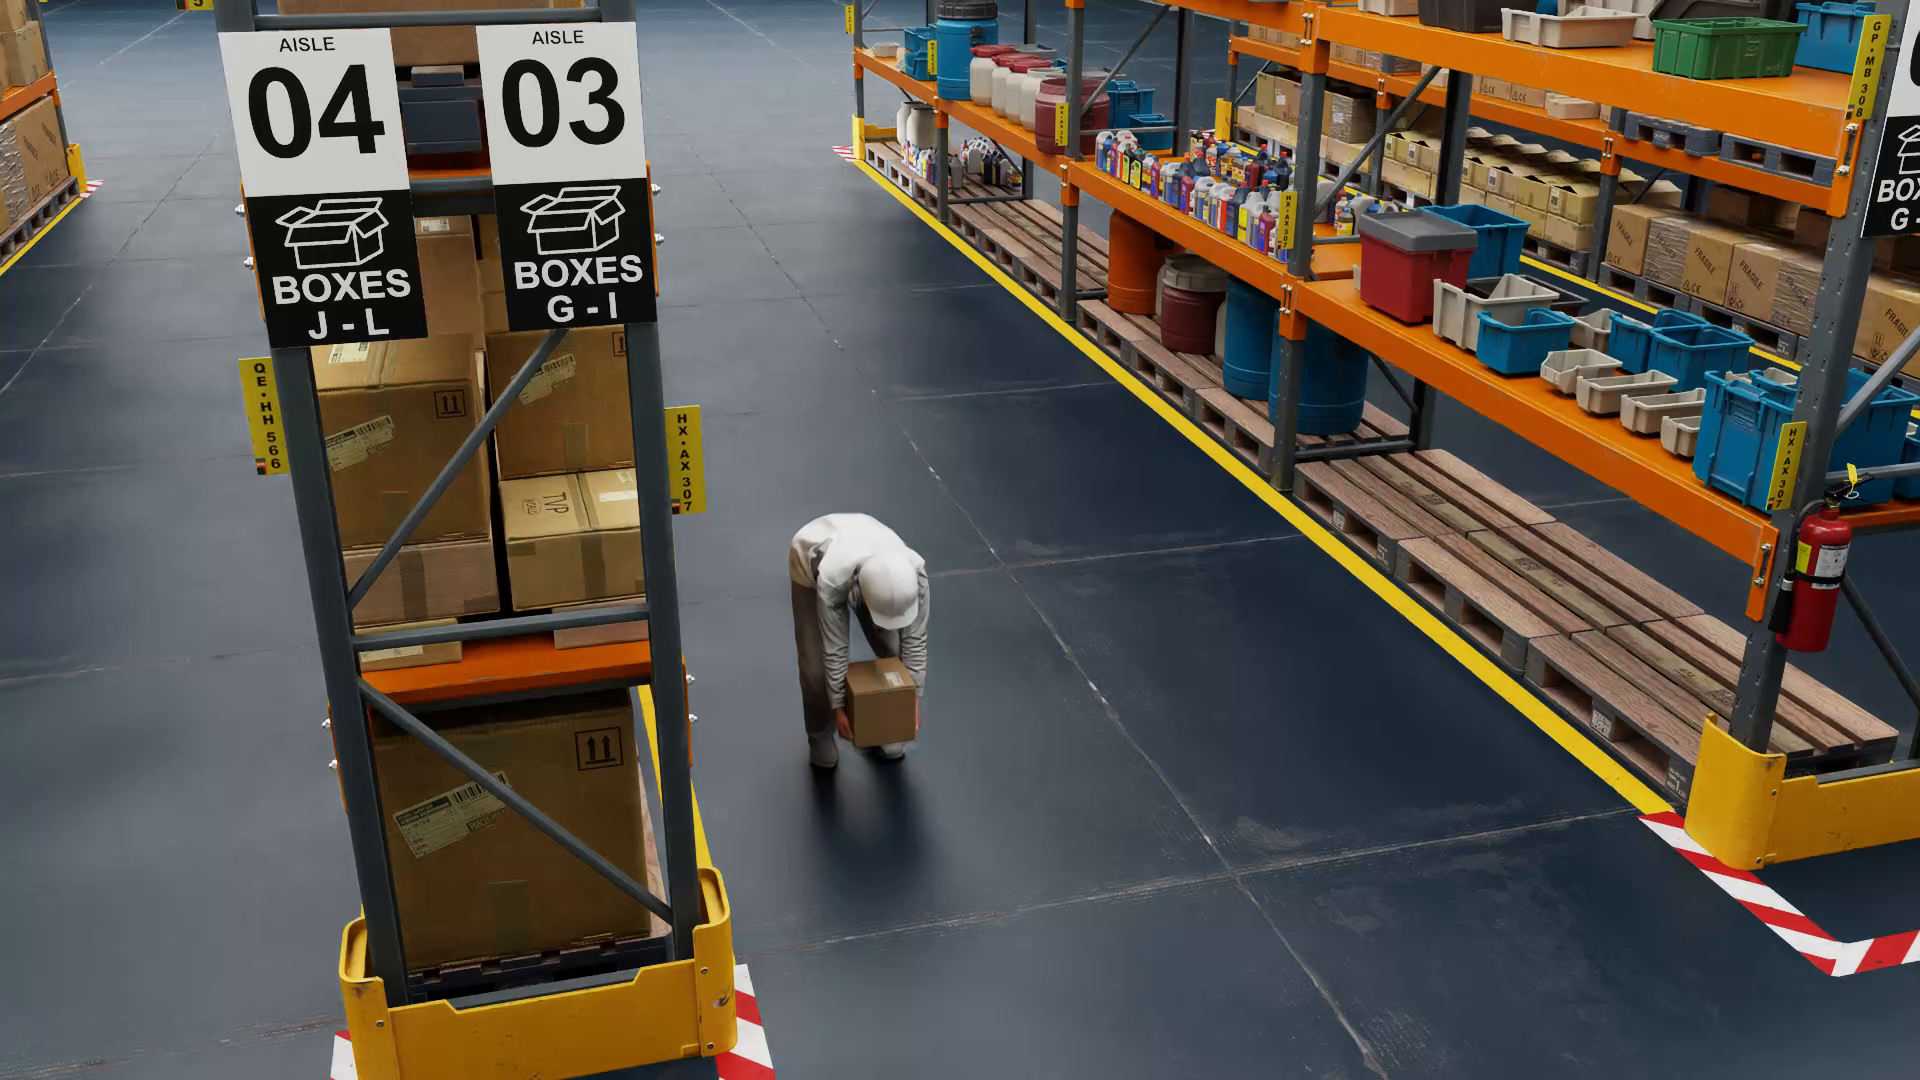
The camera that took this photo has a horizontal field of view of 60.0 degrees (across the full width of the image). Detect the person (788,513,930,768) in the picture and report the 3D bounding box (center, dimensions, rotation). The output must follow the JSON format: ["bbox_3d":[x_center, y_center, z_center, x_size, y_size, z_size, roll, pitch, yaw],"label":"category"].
[{"bbox_3d":[-0.393,0.452,6.784,0.493,1.154,0.989,-7,24,-17],"label":"person"}]
